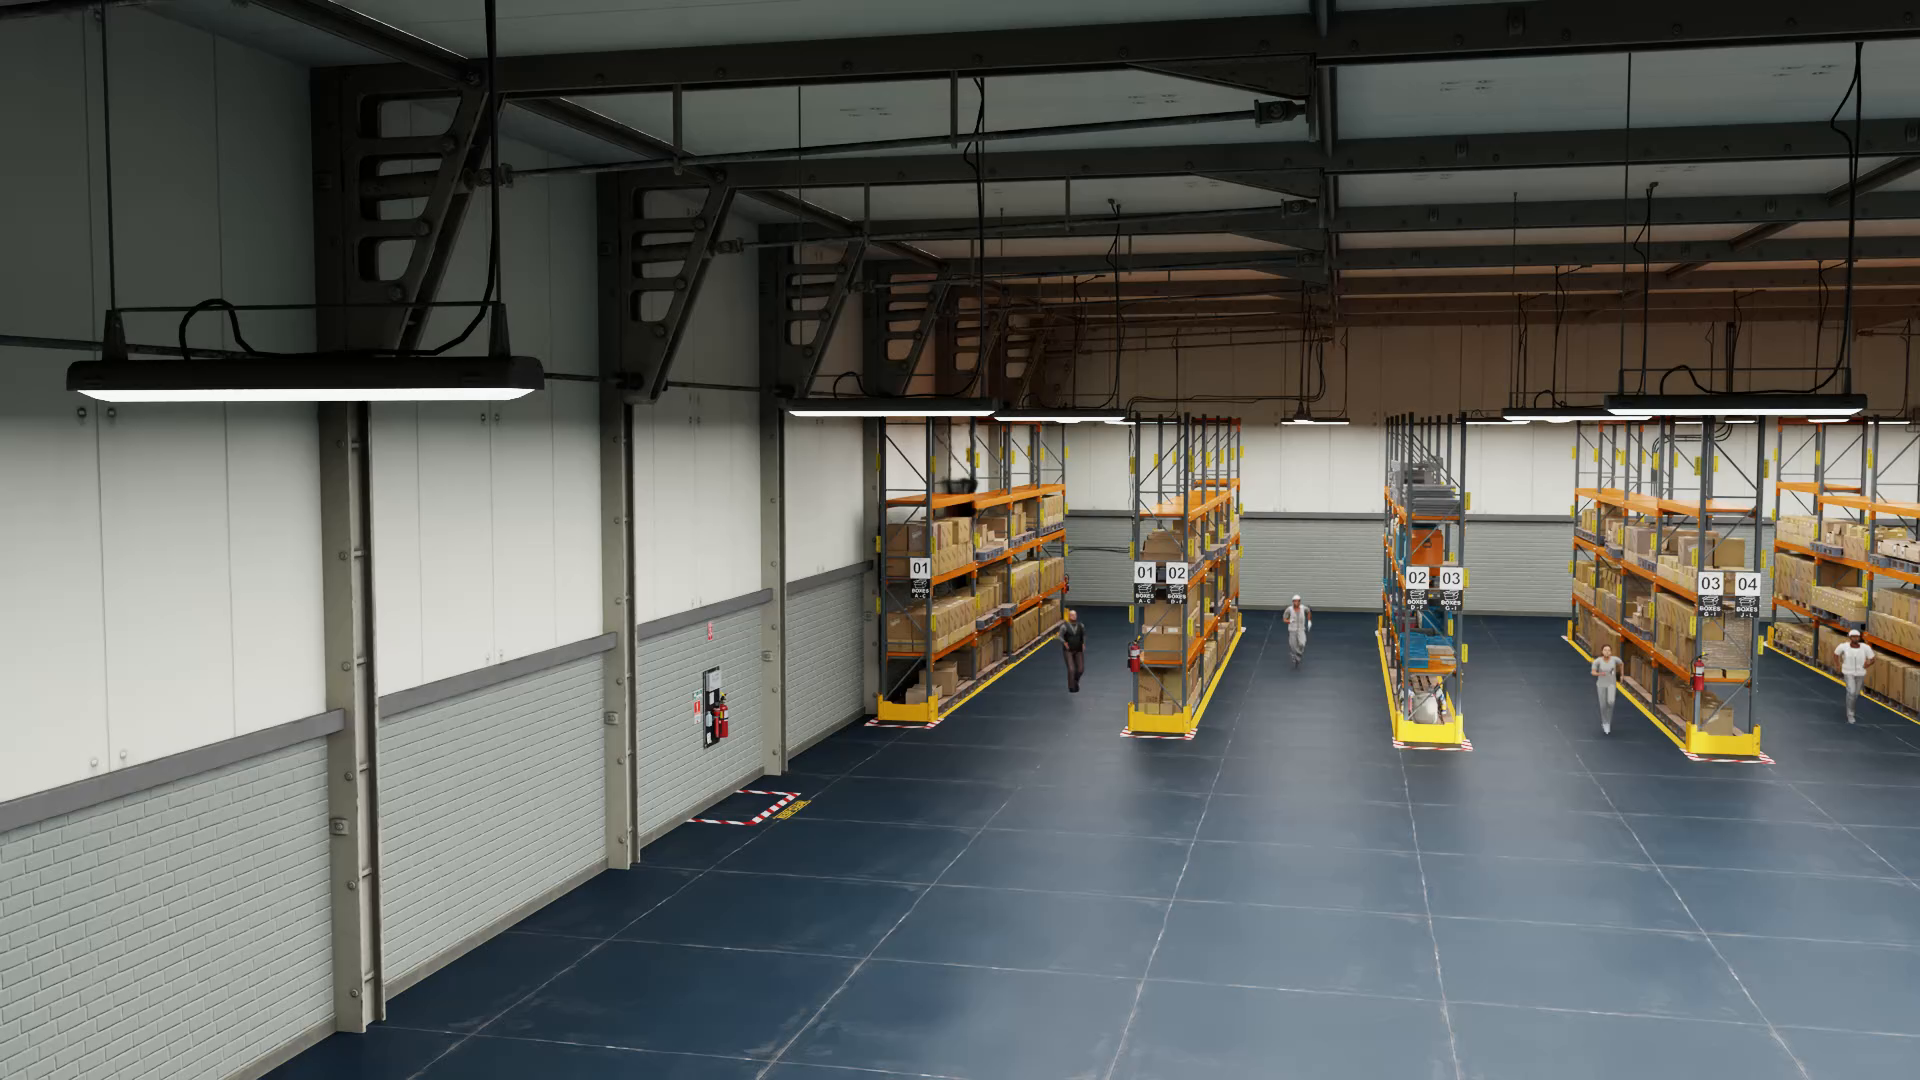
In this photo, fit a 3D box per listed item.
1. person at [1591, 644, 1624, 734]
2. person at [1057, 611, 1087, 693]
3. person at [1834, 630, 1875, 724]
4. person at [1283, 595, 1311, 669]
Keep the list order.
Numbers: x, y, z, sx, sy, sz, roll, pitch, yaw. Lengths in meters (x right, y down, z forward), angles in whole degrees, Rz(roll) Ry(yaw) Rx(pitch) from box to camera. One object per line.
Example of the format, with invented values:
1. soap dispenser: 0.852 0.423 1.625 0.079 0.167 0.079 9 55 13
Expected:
1. person: 12.176 2.773 31.288 0.588 1.672 0.812 1 4 18
2. person: 2.327 2.301 34.087 0.652 1.699 0.565 -1 4 -9
3. person: 17.463 2.641 32.467 0.690 1.813 0.832 1 4 14
4. person: 7.974 2.166 39.301 0.697 1.746 0.808 0 4 2
